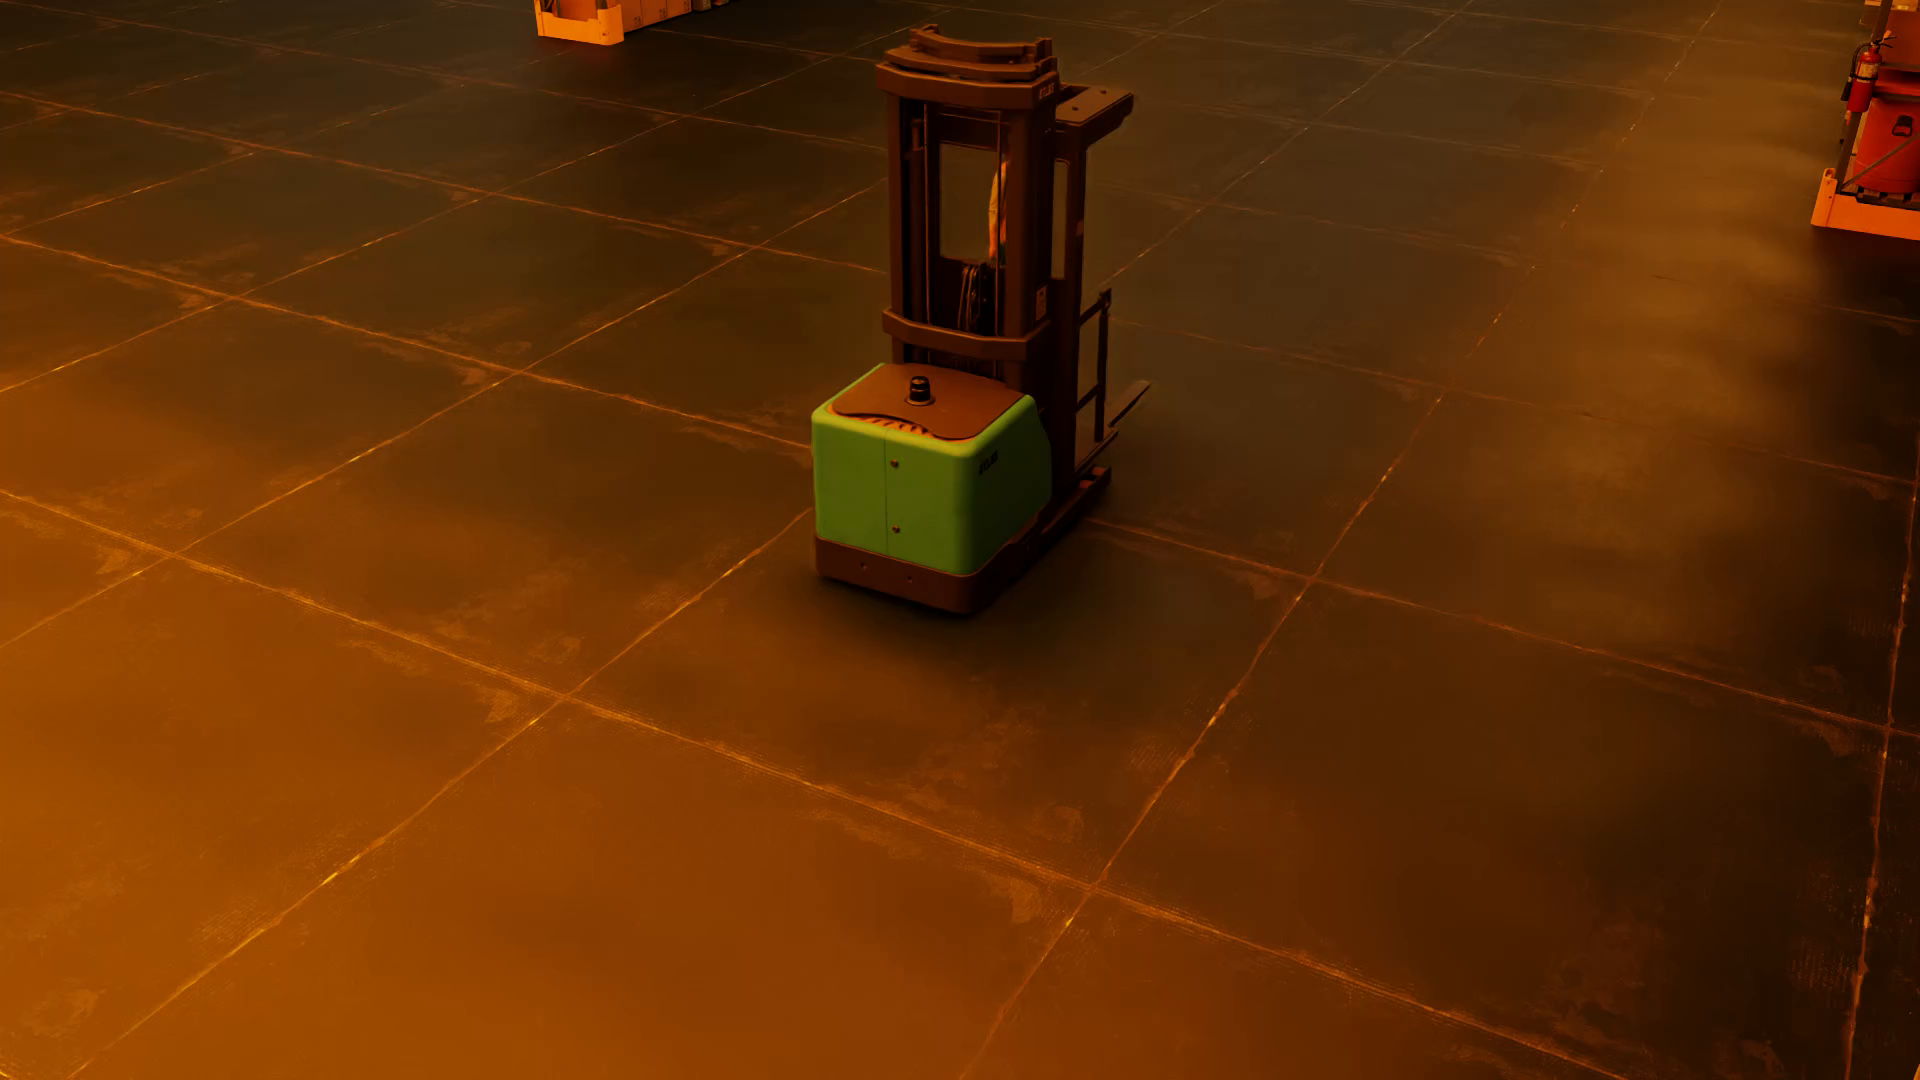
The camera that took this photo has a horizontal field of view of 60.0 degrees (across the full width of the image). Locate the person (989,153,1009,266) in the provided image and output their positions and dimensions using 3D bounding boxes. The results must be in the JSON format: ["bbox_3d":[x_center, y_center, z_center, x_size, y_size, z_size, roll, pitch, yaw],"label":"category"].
[{"bbox_3d":[0.427,-2.241,12.304,0.323,1.584,0.553,21,36,32],"label":"person"}]

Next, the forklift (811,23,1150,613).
[{"bbox_3d":[0.302,-1.574,9.798,1.130,2.935,3.031,15,33,24],"label":"forklift"}]
